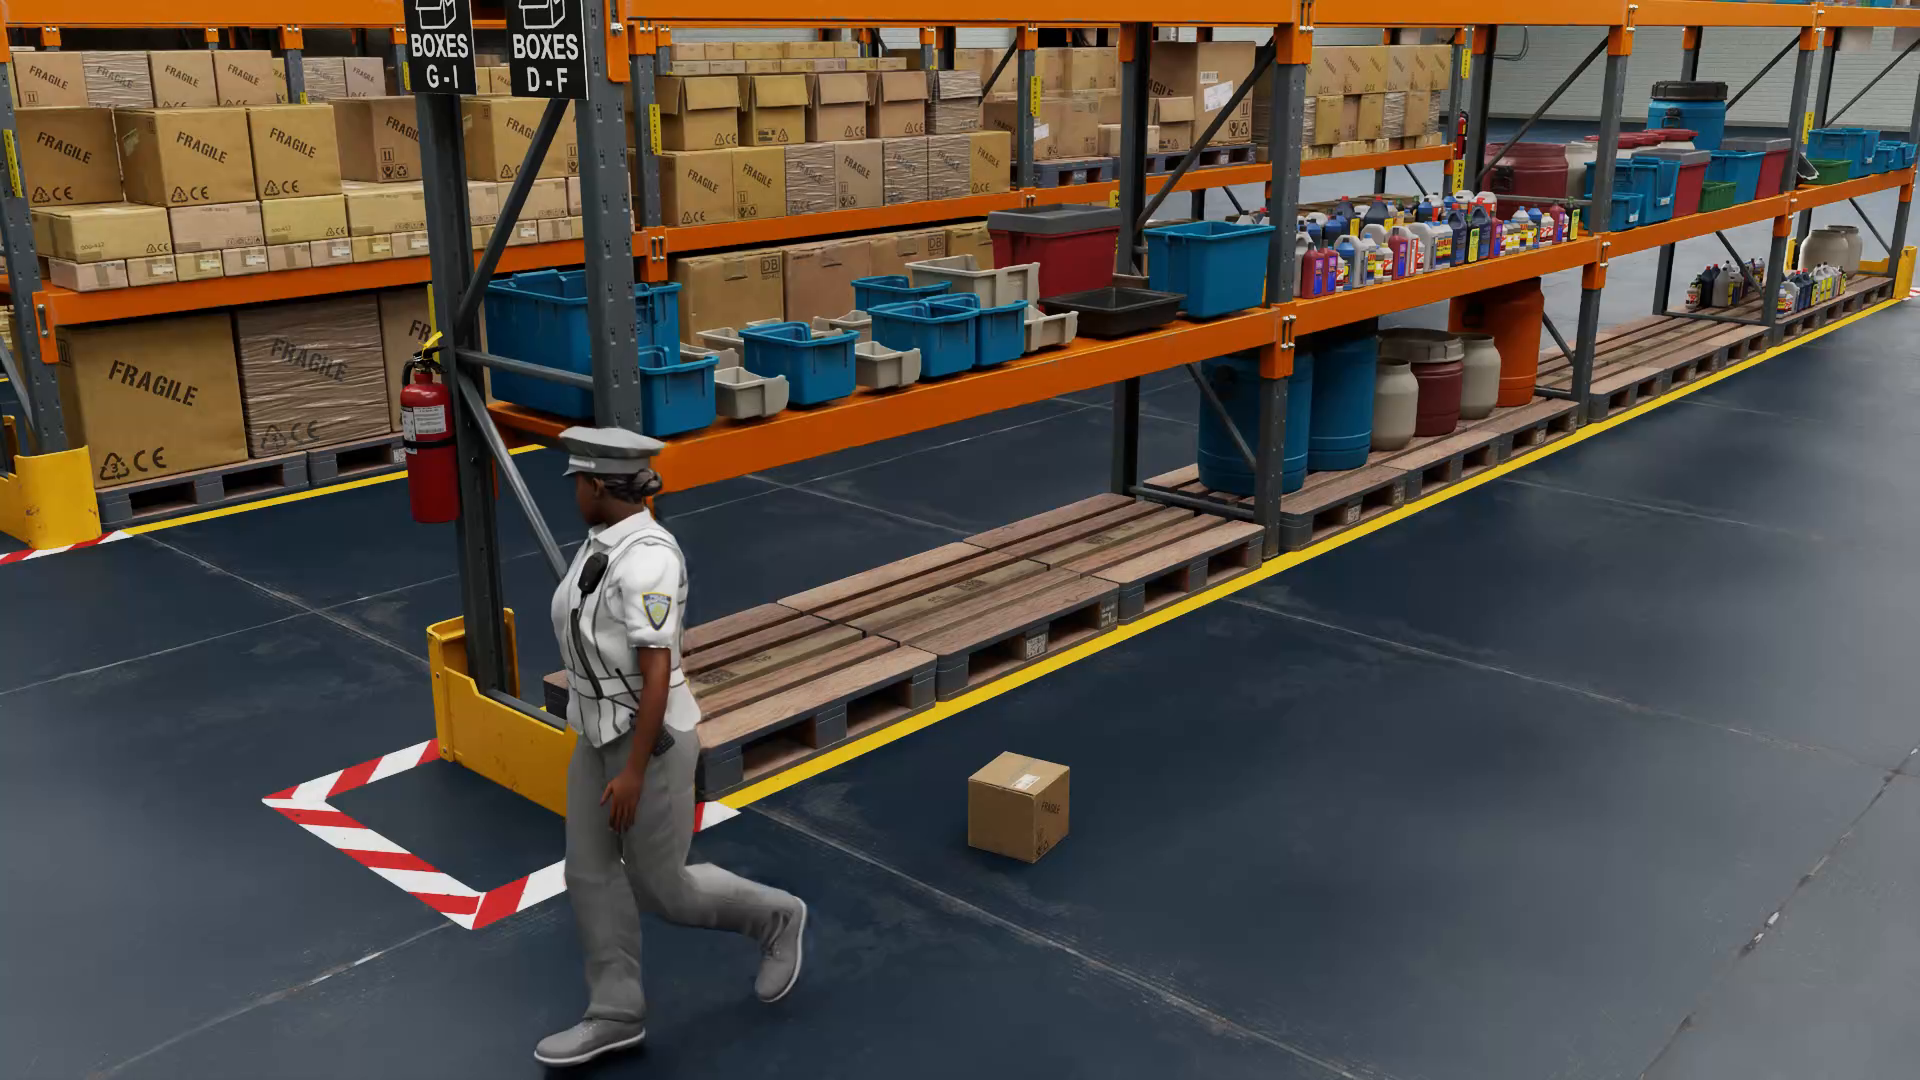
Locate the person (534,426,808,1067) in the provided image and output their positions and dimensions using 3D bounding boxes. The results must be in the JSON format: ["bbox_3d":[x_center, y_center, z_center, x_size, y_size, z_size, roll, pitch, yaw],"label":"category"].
[{"bbox_3d":[-0.817,0.519,4.336,0.771,1.623,0.525,-11,20,-32],"label":"person"}]
